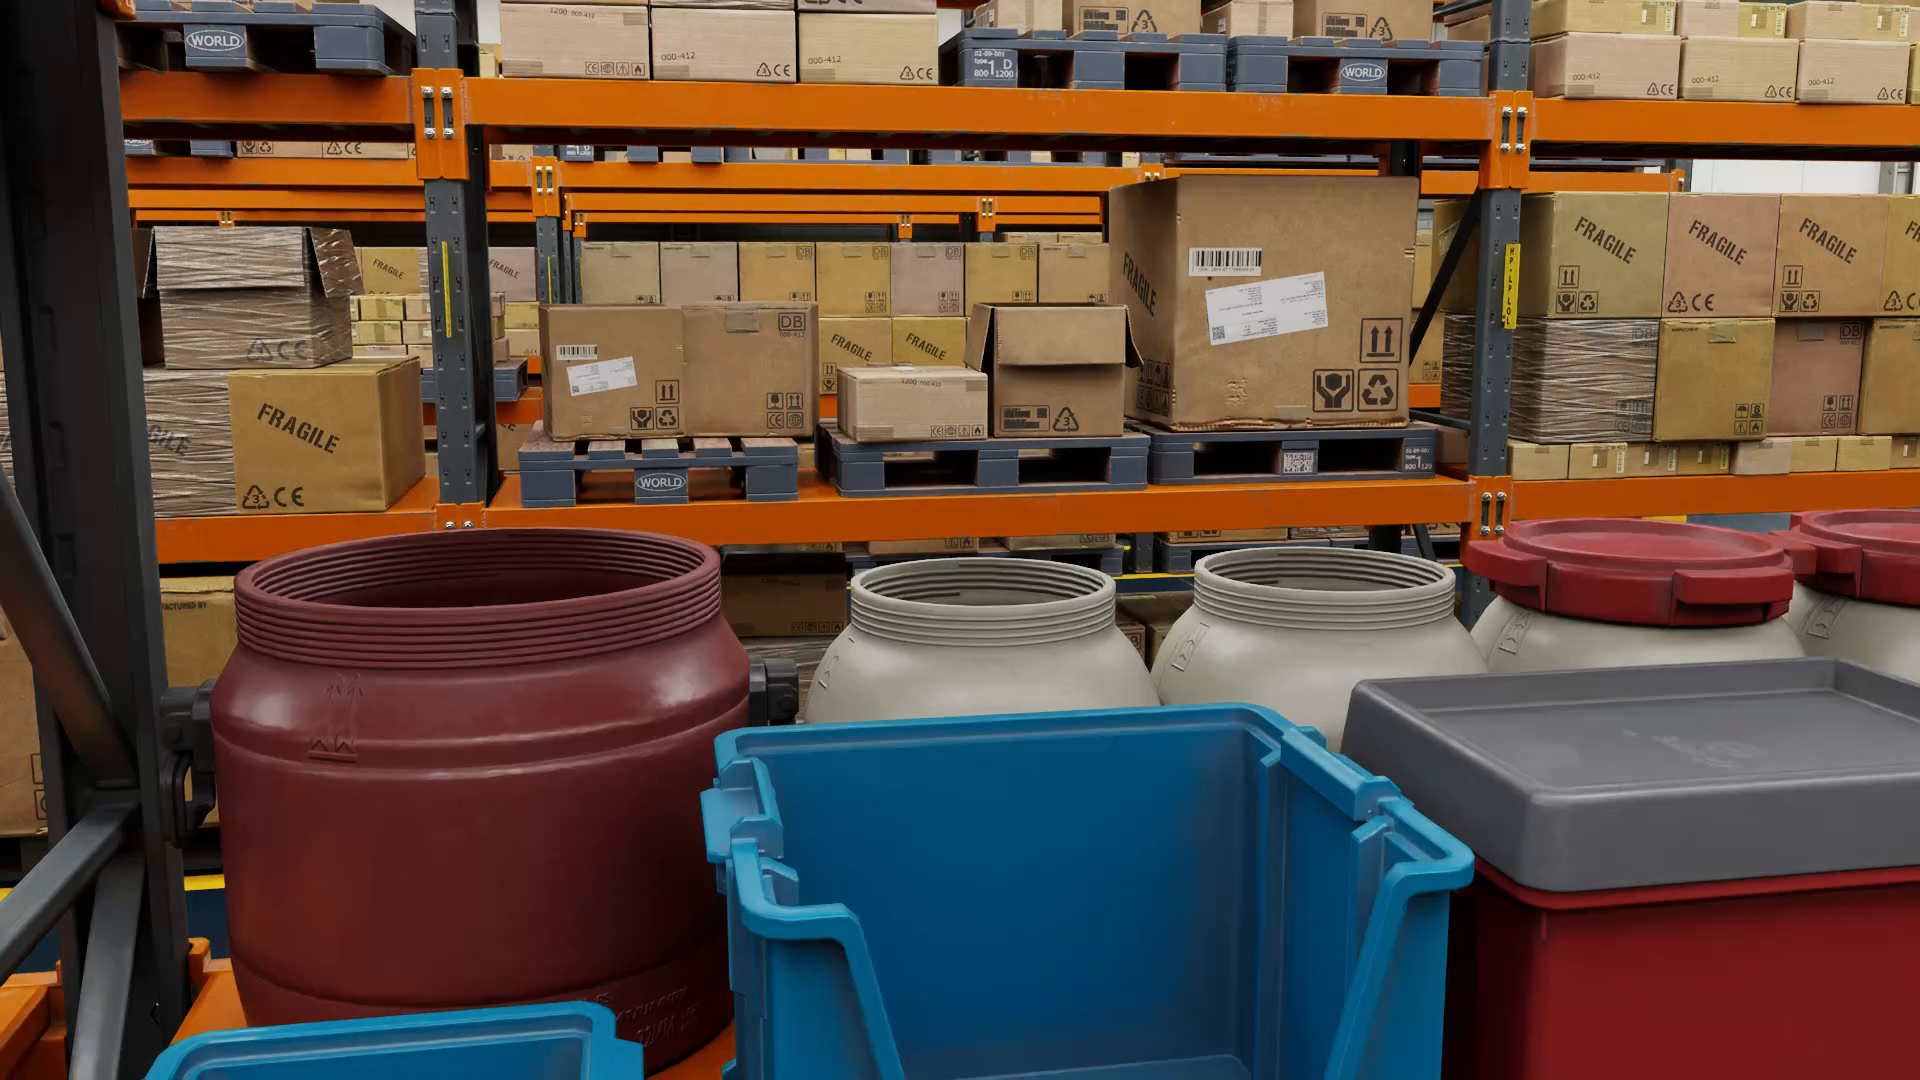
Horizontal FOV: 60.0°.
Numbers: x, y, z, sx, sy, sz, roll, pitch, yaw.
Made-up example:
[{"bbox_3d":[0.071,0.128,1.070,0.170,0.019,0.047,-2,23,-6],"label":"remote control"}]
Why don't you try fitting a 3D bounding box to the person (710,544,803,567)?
[{"bbox_3d":[-1.058,0.352,8.532,0.871,0.846,0.534,-2,10,-11],"label":"person"}]
